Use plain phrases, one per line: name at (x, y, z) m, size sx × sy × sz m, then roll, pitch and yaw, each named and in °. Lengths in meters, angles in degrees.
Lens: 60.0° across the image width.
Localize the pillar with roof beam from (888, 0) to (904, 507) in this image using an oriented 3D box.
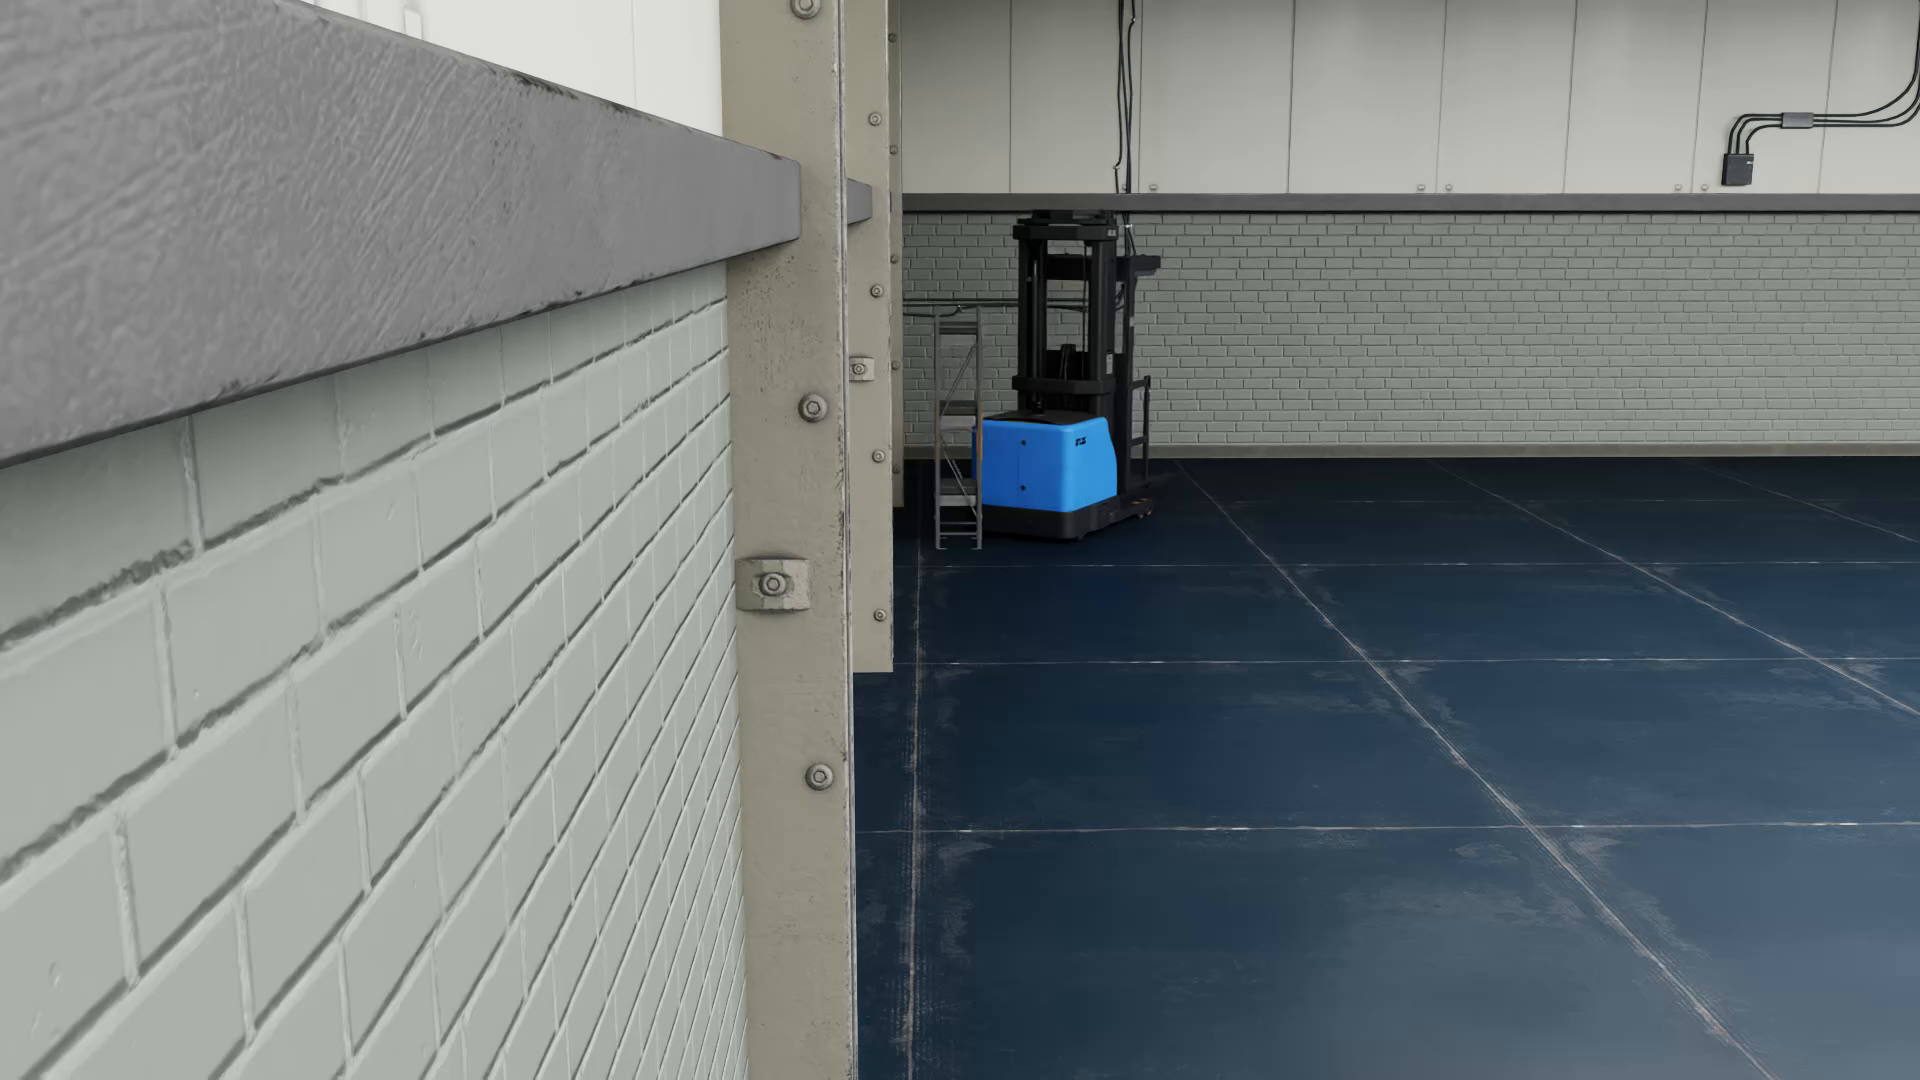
pillar with roof beam at (3.582, -4.800, 16.085) m, size 9.100 × 9.000 × 0.400 m, roll 0°, pitch 11°, yaw -1°

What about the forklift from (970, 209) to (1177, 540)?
forklift at (1.241, -1.682, 15.978) m, size 1.130 × 2.935 × 3.031 m, roll 6°, pitch 13°, yaw 28°

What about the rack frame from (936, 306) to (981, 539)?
rack frame at (-0.014, -1.040, 14.904) m, size 0.400 × 2.100 × 0.015 m, roll 0°, pitch 11°, yaw 0°

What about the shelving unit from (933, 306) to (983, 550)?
shelving unit at (-0.014, -0.991, 14.665) m, size 0.431 × 2.100 × 0.503 m, roll 0°, pitch 11°, yaw 0°

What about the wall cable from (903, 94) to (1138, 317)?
wall cable at (0.539, -3.851, 19.219) m, size 3.097 × 2.526 × 0.112 m, roll 0°, pitch 11°, yaw -1°

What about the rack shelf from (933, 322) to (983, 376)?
rack shelf at (-0.014, -1.664, 14.528) m, size 0.431 × 0.518 × 0.480 m, roll 0°, pitch 11°, yaw 0°

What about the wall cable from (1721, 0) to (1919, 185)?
wall cable at (10.031, -7.076, 18.749) m, size 2.305 × 6.003 × 0.169 m, roll 0°, pitch 11°, yaw -1°

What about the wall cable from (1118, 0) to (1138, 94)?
wall cable at (3.244, -6.338, 18.772) m, size 3.097 × 2.526 × 0.112 m, roll 0°, pitch 11°, yaw -1°

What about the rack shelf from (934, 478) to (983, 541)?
rack shelf at (-0.014, -0.292, 14.807) m, size 0.431 × 0.518 × 0.480 m, roll 0°, pitch 11°, yaw 0°

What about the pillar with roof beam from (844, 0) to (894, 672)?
pillar with roof beam at (3.706, -3.607, 10.206) m, size 9.100 × 9.000 × 0.400 m, roll 0°, pitch 11°, yaw -1°

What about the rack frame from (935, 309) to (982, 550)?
rack frame at (-0.014, -0.943, 14.426) m, size 0.400 × 2.100 × 0.015 m, roll 0°, pitch 11°, yaw 0°

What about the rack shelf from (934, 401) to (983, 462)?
rack shelf at (-0.014, -0.978, 14.668) m, size 0.431 × 0.518 × 0.480 m, roll 0°, pitch 11°, yaw 0°
